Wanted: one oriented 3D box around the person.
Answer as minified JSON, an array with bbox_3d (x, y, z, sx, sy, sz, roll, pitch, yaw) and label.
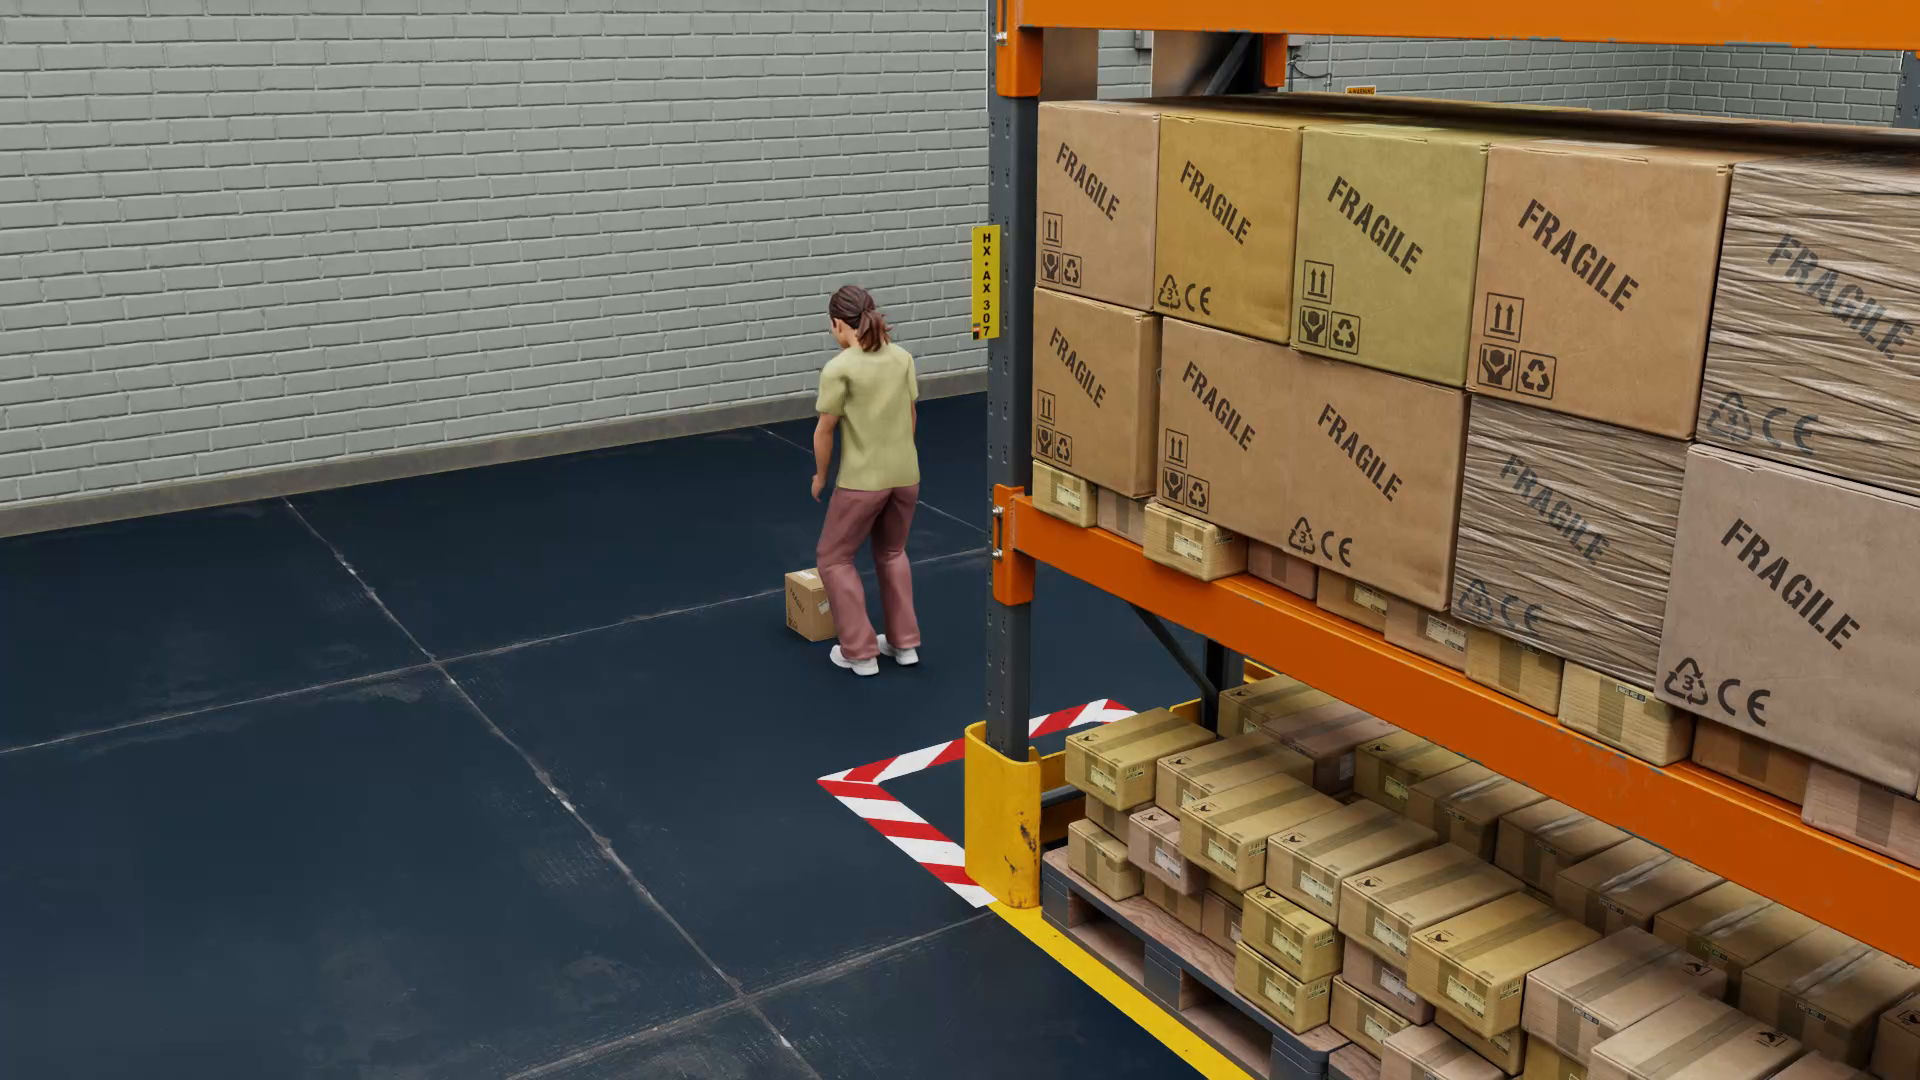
[{"bbox_3d":[-0.391,-0.237,6.893,0.474,1.617,0.406,-11,21,-30],"label":"person"}]
